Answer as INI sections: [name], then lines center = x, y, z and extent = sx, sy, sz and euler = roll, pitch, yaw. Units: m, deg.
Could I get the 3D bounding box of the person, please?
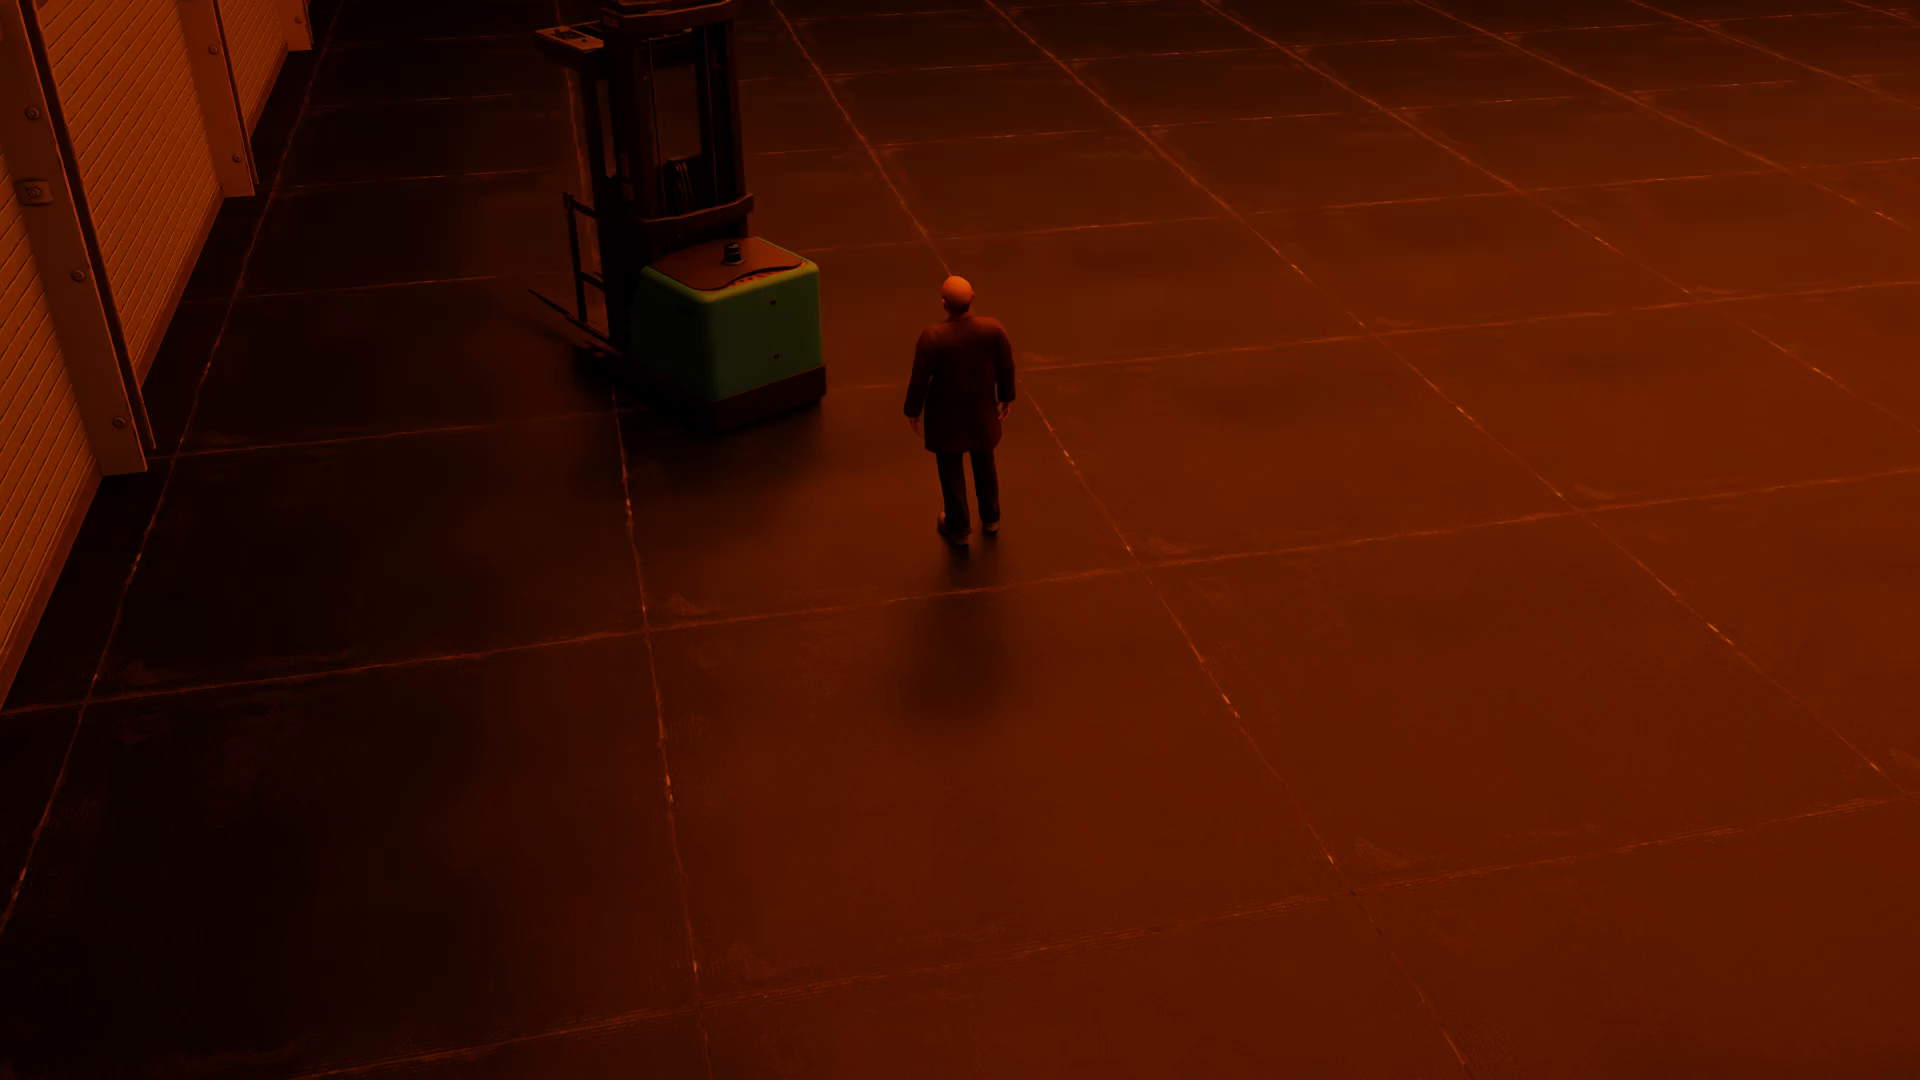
[person]
center = -0.018, -0.821, 10.129
extent = 0.696, 1.778, 0.579
euler = -7, 31, -12

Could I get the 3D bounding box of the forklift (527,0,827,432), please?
[forklift]
center = -2.319, -2.689, 12.220
extent = 1.130, 2.935, 3.031
euler = -23, 37, -34
